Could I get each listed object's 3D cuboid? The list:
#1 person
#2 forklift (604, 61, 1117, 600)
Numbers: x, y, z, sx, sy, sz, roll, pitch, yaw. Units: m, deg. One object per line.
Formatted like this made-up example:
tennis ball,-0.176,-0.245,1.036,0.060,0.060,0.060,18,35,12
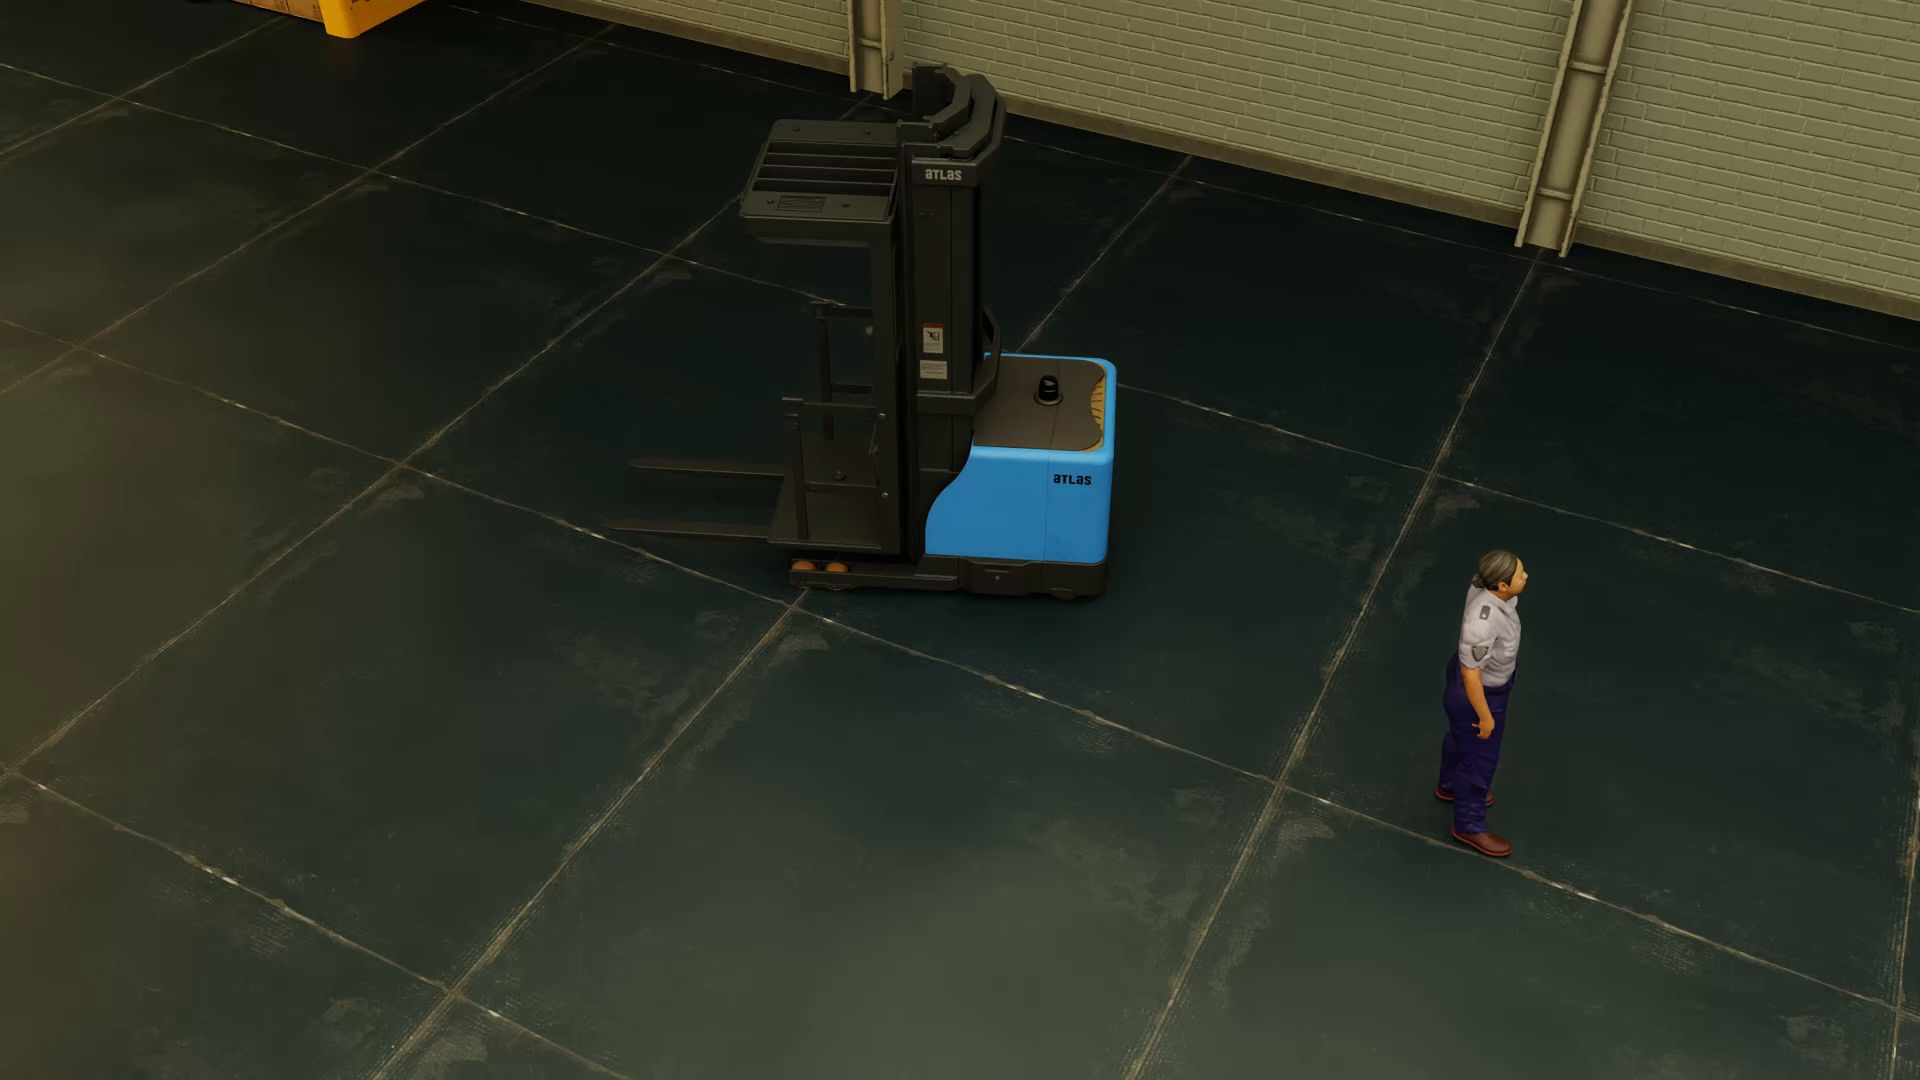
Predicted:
person,2.609,0.751,8.081,0.501,1.651,0.595,11,41,13
forklift,-0.606,-1.157,9.360,3.031,2.935,1.130,3,40,4
